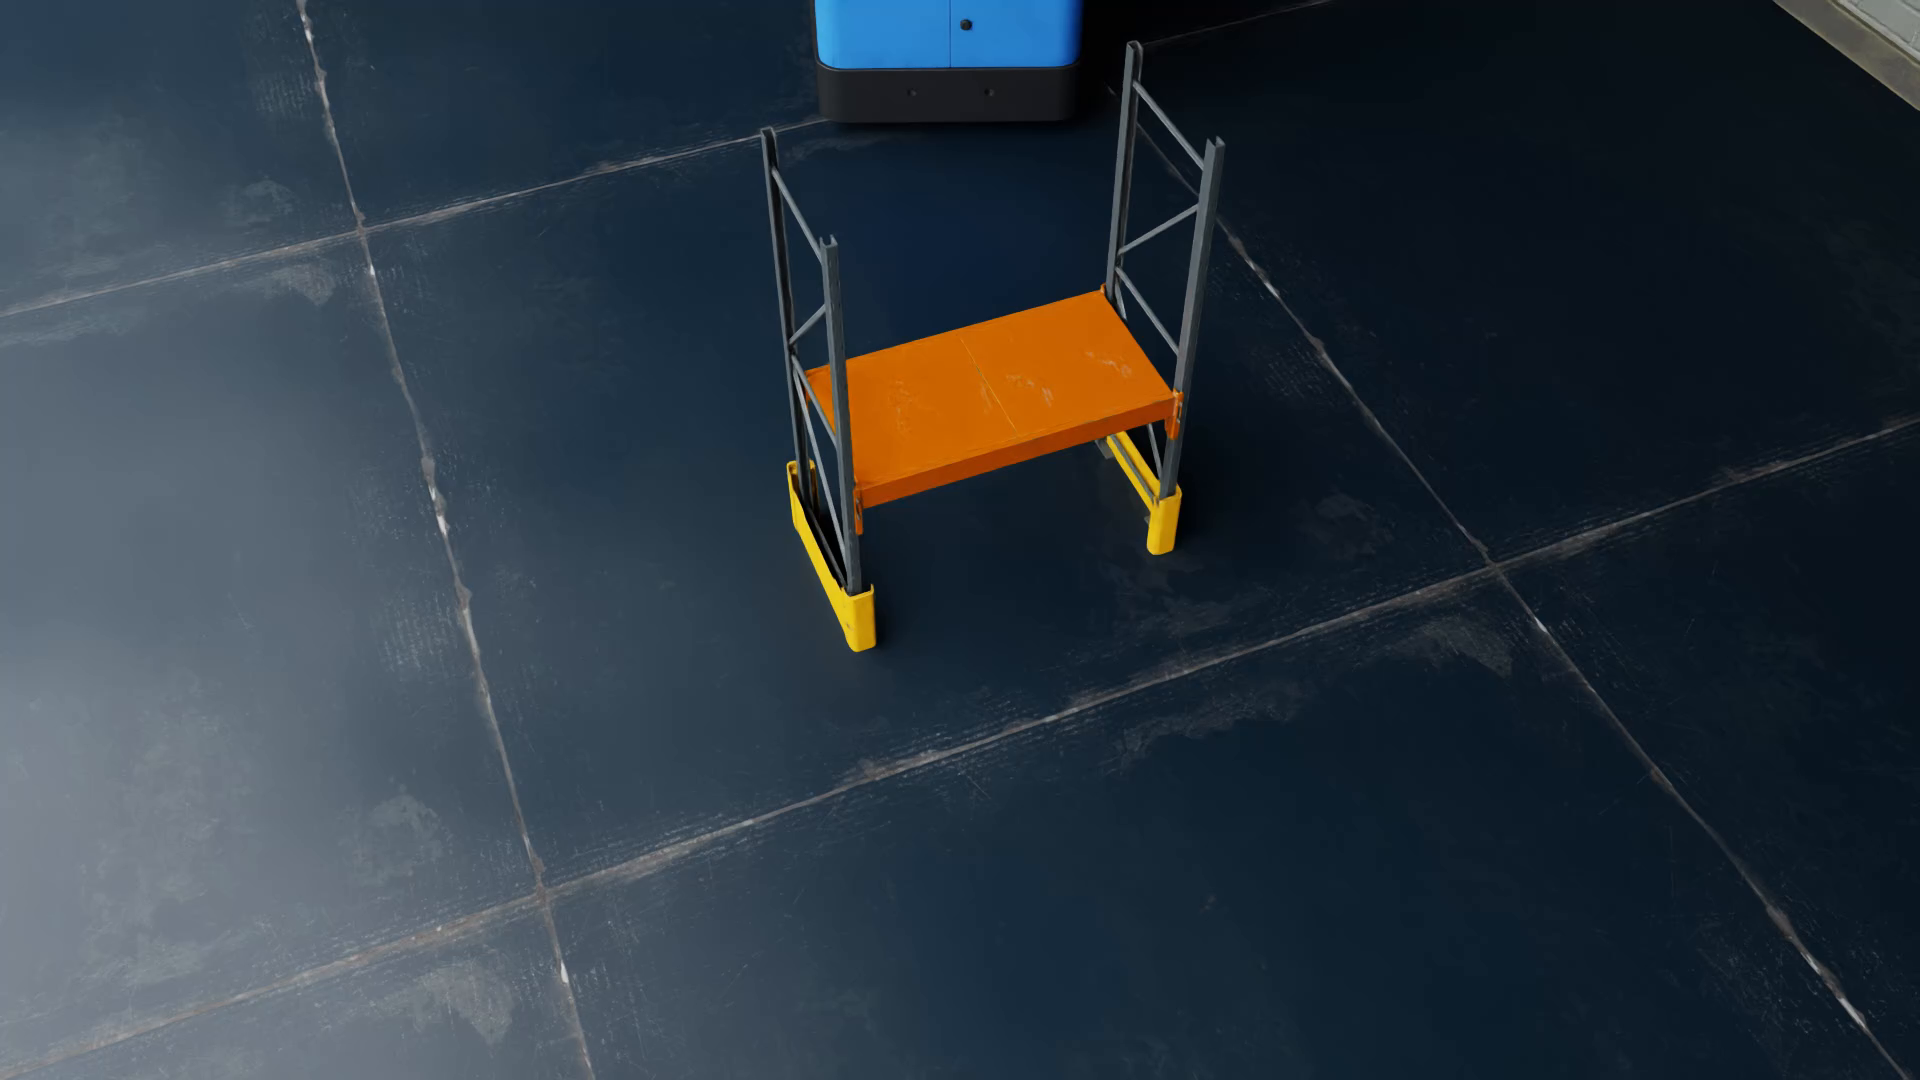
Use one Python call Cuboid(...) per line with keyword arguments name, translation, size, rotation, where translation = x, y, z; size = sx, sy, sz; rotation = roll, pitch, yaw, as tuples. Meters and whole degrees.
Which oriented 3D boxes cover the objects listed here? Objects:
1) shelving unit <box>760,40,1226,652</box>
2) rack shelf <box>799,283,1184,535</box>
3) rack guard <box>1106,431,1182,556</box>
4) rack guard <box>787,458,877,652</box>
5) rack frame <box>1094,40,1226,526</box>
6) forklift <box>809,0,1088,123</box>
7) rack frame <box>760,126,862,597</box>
Cuboid(name="shelving unit", translation=(0.071, -0.510, 4.700), size=(1.083, 1.500, 0.587), rotation=(-17, 52, -14))
Cuboid(name="rack shelf", translation=(0.079, -0.396, 4.838), size=(1.000, 0.185, 0.538), rotation=(-17, 52, -14))
Cuboid(name="rack guard", translation=(0.532, -0.246, 5.297), size=(0.087, 0.250, 0.587), rotation=(-17, 52, -14))
Cuboid(name="rack guard", translation=(-0.390, 0.040, 5.051), size=(0.087, 0.250, 0.587), rotation=(-17, 52, -14))
Cuboid(name="rack frame", translation=(0.550, -0.659, 4.827), size=(0.032, 1.500, 0.500), rotation=(-17, 52, -14))
Cuboid(name="forklift", translation=(-0.062, -3.709, 6.503), size=(1.130, 2.935, 3.031), rotation=(-1, 49, -1))
Cuboid(name="rack frame", translation=(-0.392, -0.367, 4.577), size=(0.032, 1.500, 0.500), rotation=(-17, 52, -14))
